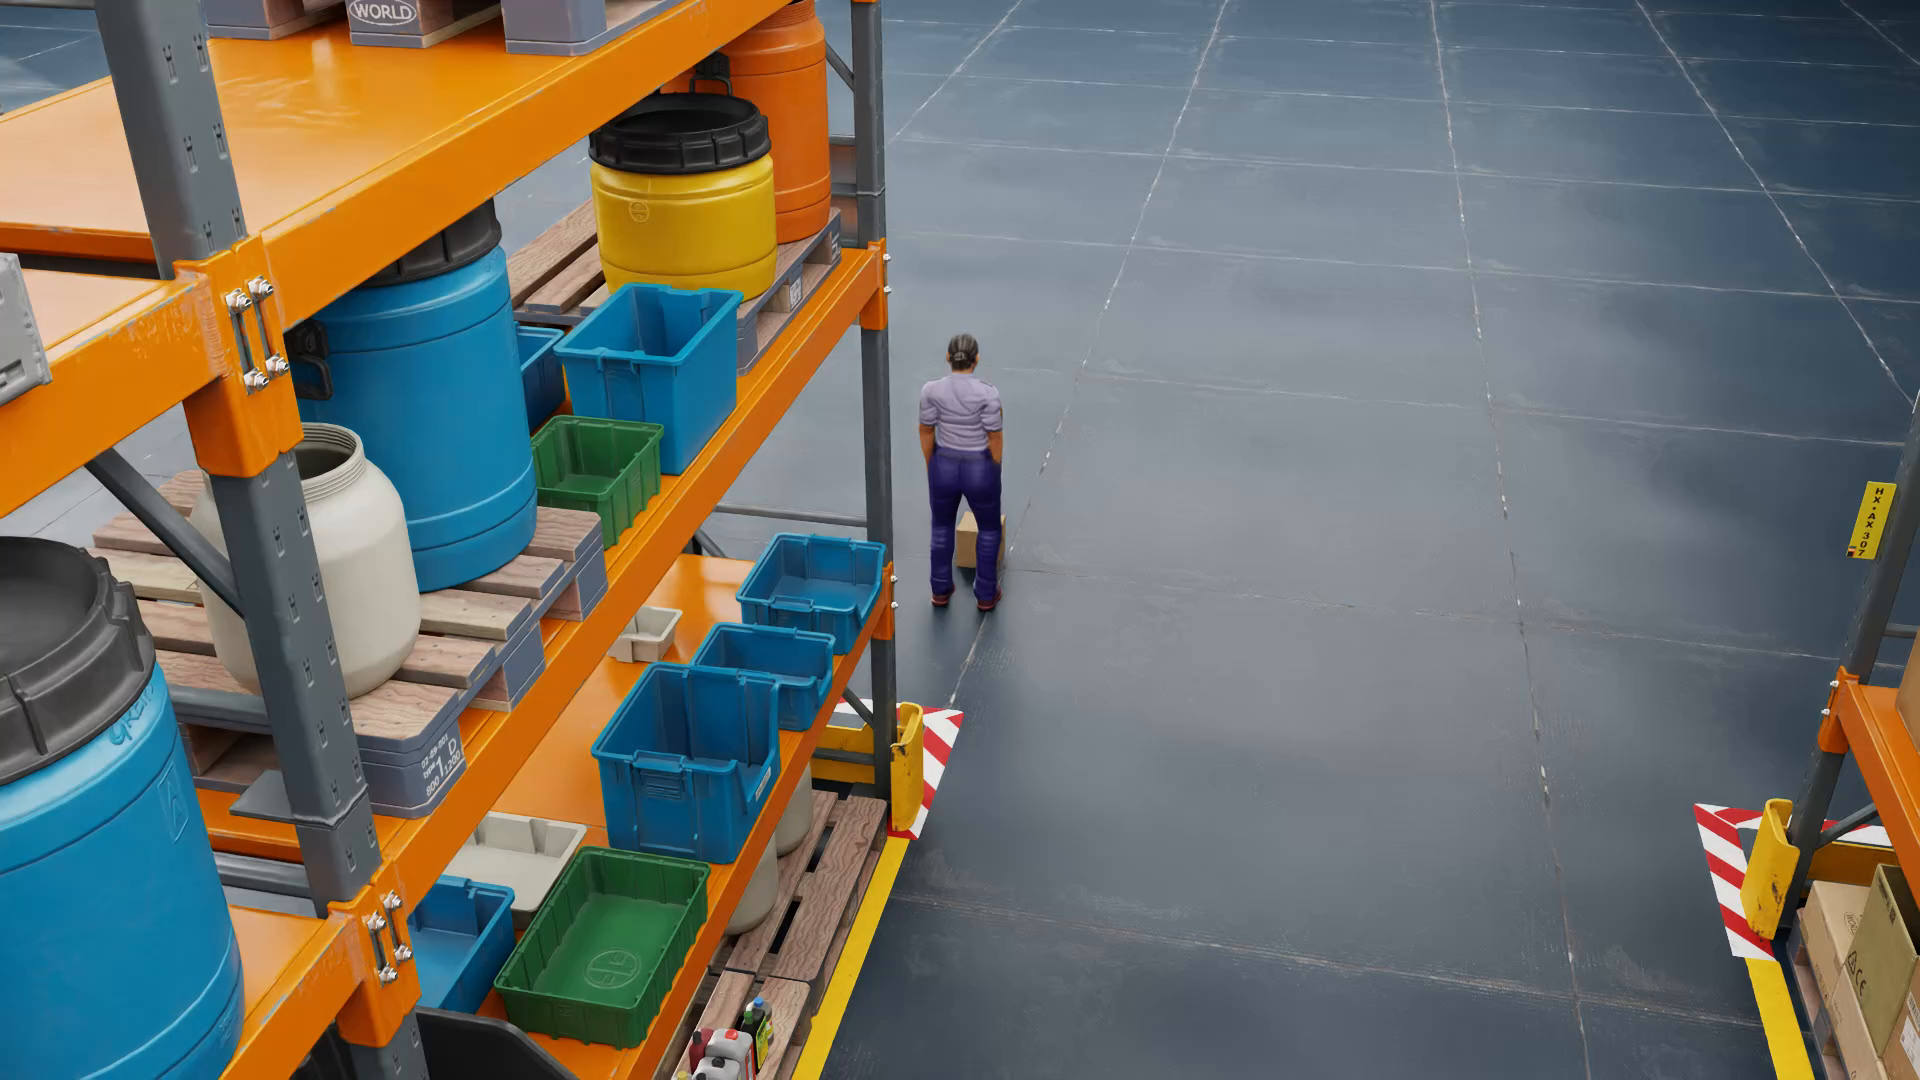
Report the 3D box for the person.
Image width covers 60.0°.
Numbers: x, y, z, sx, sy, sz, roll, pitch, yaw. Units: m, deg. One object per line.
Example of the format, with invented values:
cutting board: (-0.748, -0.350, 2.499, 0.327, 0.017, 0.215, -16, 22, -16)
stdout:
person: (0.006, -0.362, 9.319, 0.480, 1.622, 0.343, 7, 30, 12)
